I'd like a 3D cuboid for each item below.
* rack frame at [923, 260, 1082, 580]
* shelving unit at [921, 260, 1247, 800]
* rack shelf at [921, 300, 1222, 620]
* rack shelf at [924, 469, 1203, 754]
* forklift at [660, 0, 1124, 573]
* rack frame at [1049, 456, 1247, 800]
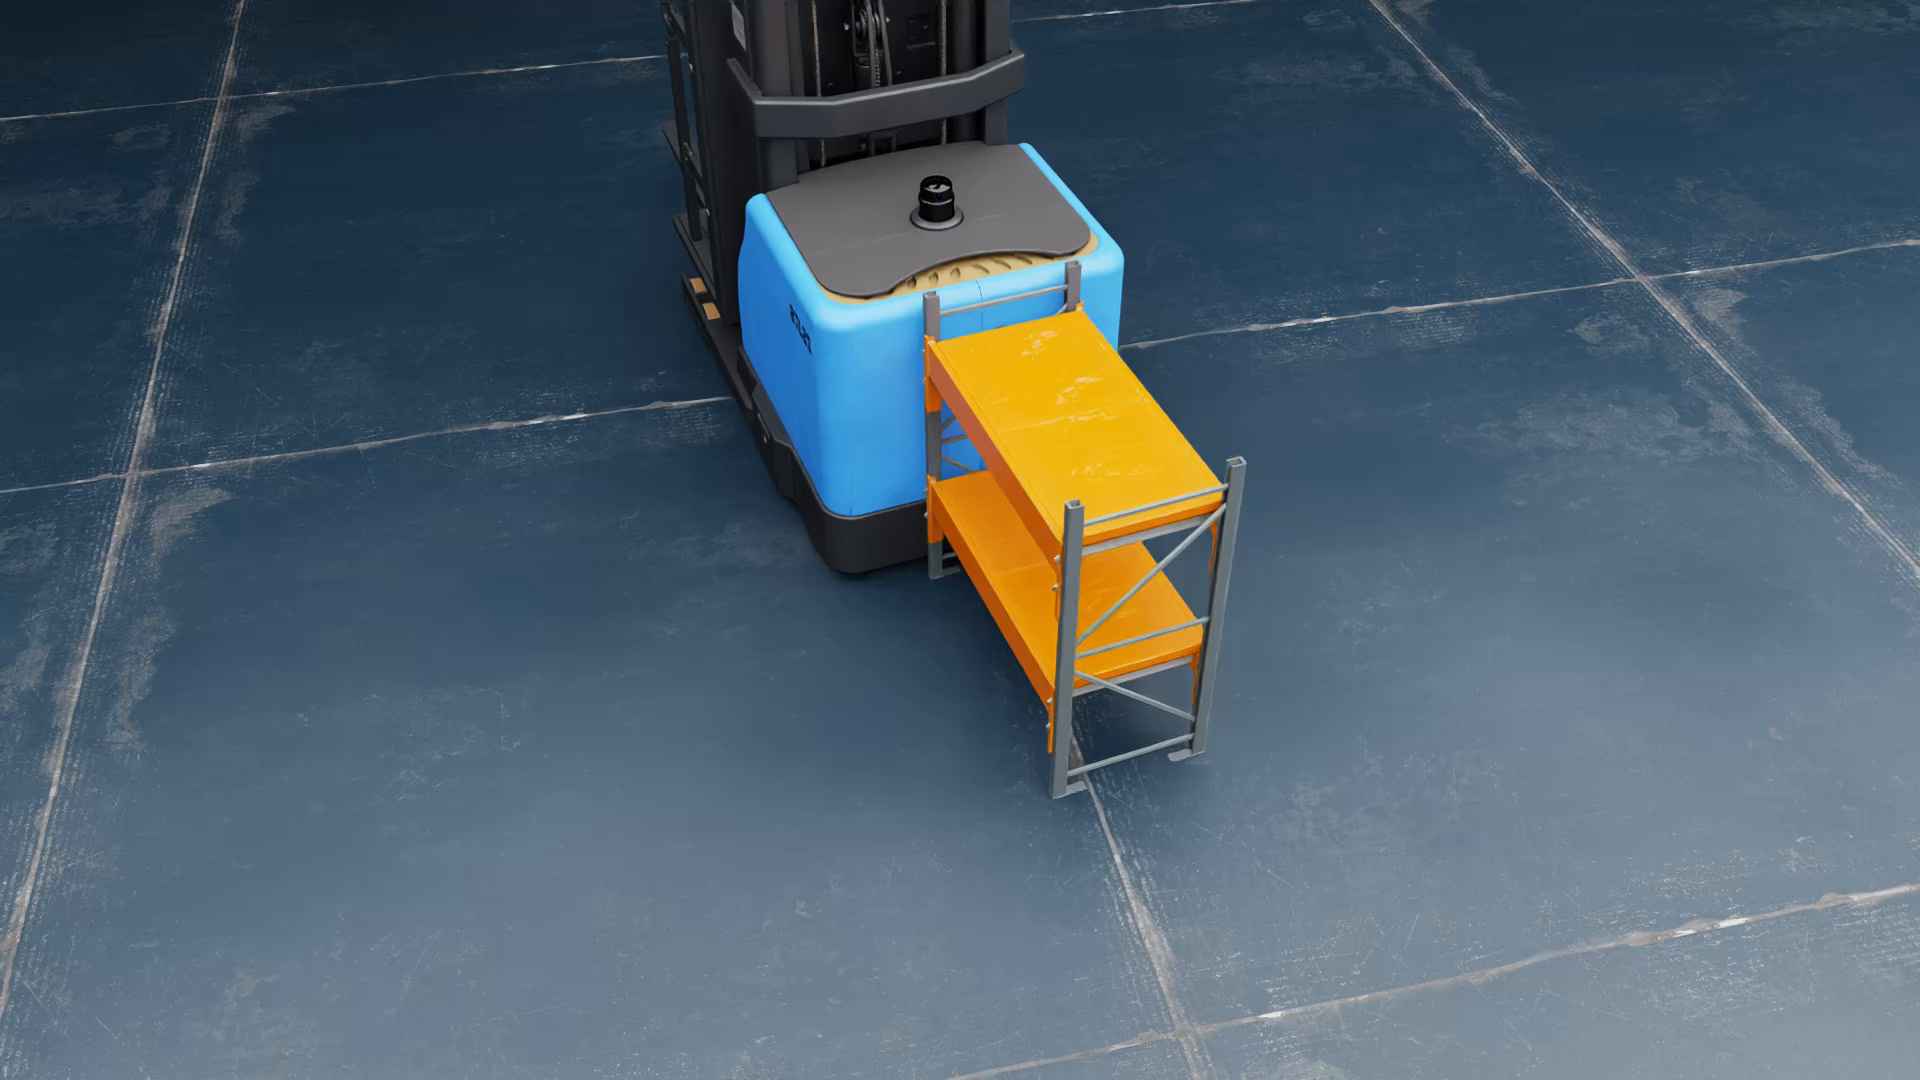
[{"bbox_3d":[0.129,-0.354,5.302,0.500,1.125,0.032,-15,44,-16],"label":"rack frame"},{"bbox_3d":[0.314,-0.040,4.948,0.538,1.125,1.048,-15,44,-16],"label":"shelving unit"},{"bbox_3d":[0.314,-0.259,4.754,0.538,0.278,1.000,-15,44,-16],"label":"rack shelf"},{"bbox_3d":[0.314,0.143,5.110,0.538,0.278,1.000,-15,44,-16],"label":"rack shelf"},{"bbox_3d":[-0.481,-1.973,5.765,1.130,2.935,3.031,-15,44,-16],"label":"forklift"},{"bbox_3d":[0.500,0.274,4.594,0.500,1.125,0.032,-15,44,-16],"label":"rack frame"}]
